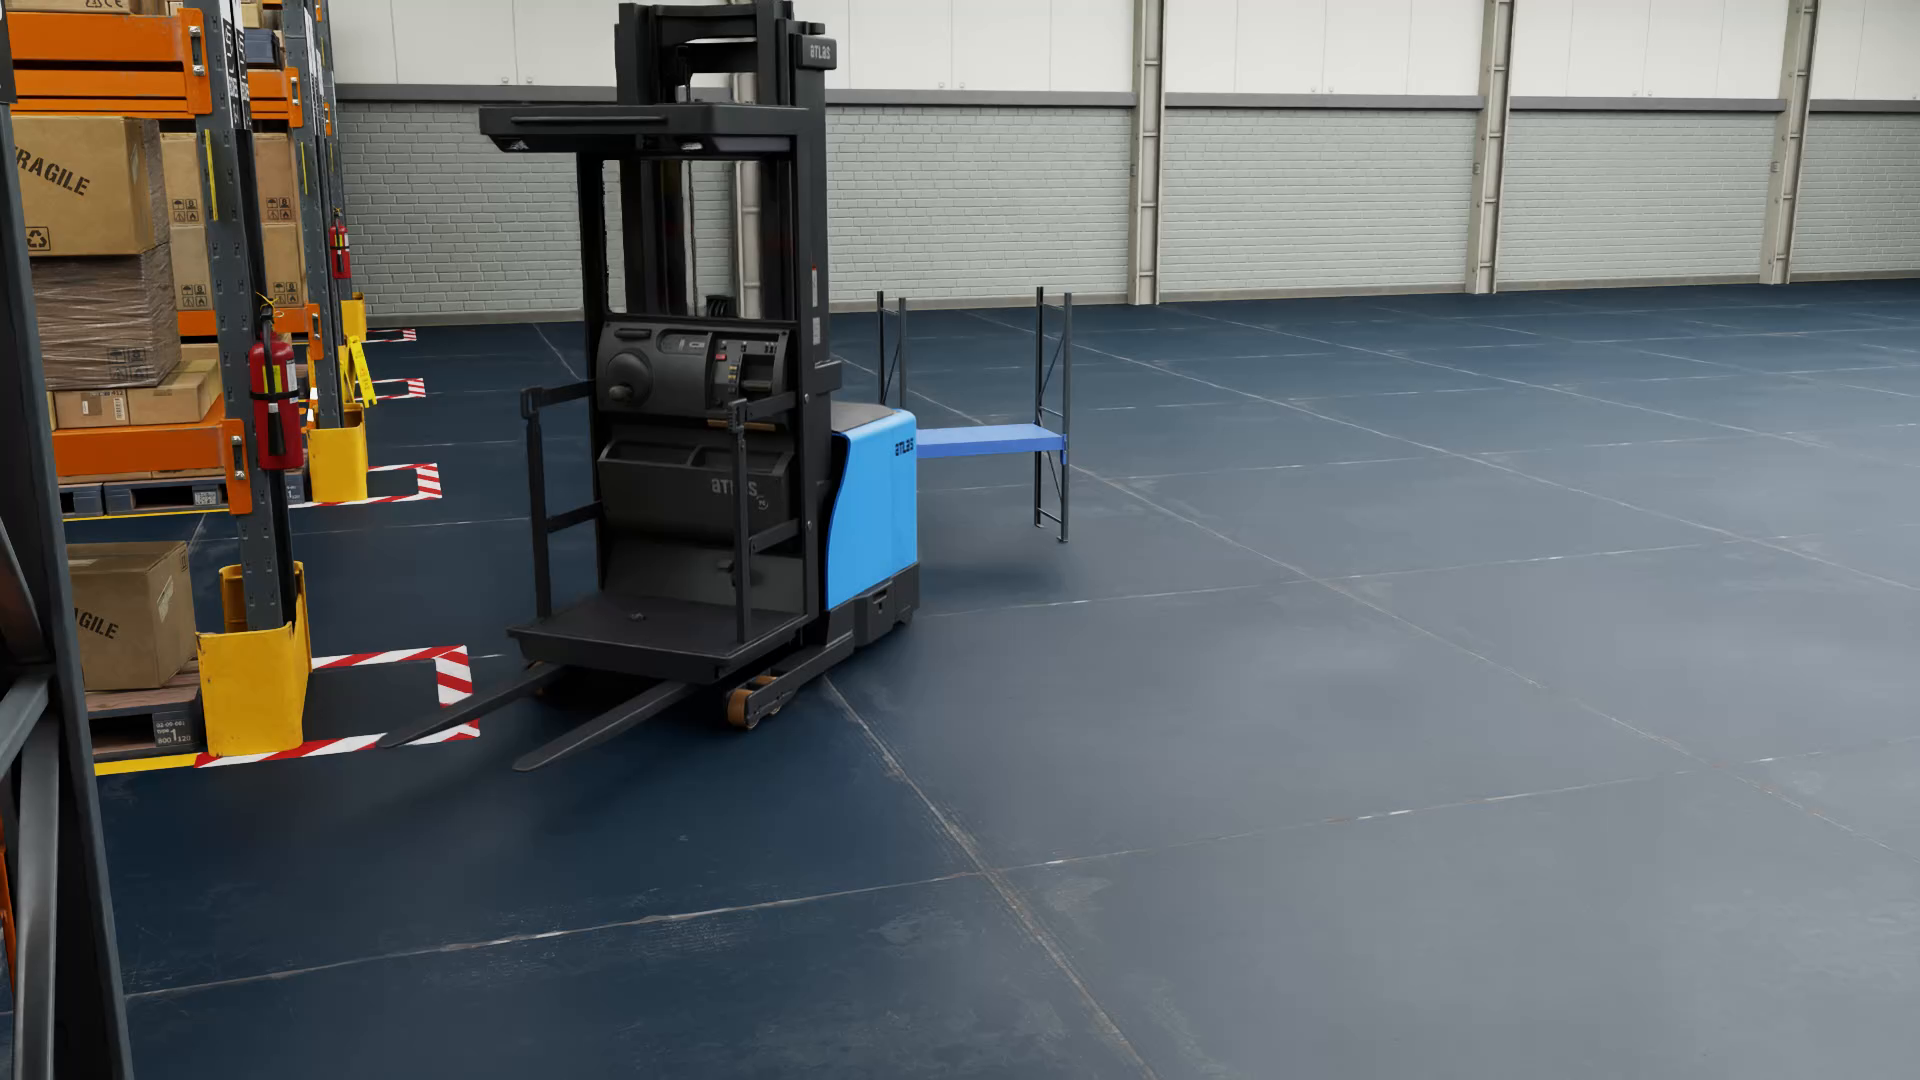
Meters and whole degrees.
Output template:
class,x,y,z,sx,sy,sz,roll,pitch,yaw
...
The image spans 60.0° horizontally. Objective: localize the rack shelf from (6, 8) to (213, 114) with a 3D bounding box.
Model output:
class,x,y,z,sx,sy,sz,roll,pitch,yaw
rack shelf,-4.801,-1.707,5.910,4.000,0.370,1.077,-4,14,-18

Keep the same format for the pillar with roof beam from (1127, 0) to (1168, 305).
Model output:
class,x,y,z,sx,sy,sz,roll,pitch,yaw
pillar with roof beam,4.146,-7.014,20.182,0.400,9.000,9.100,-4,14,-18

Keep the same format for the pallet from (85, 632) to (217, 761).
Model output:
class,x,y,z,sx,sy,sz,roll,pitch,yaw
pallet,-3.759,0.669,6.874,1.213,0.211,1.003,-4,14,-18

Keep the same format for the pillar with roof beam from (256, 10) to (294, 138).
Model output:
class,x,y,z,sx,sy,sz,roll,pitch,yaw
pillar with roof beam,-7.227,-6.128,16.459,0.400,9.000,9.100,-4,14,-18

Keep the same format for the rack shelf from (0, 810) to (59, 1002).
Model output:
class,x,y,z,sx,sy,sz,roll,pitch,yaw
rack shelf,-3.222,0.839,1.690,4.000,0.370,1.077,-4,14,-18

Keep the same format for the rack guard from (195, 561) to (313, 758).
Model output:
class,x,y,z,sx,sy,sz,roll,pitch,yaw
rack guard,-2.978,0.476,7.060,0.348,0.500,1.175,-4,14,-18

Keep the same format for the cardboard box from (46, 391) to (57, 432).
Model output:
class,x,y,z,sx,sy,sz,roll,pitch,yaw
cardboard box,-3.568,-0.509,6.342,0.250,0.149,0.380,-4,14,-18

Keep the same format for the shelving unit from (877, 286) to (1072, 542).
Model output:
class,x,y,z,sx,sy,sz,roll,pitch,yaw
shelving unit,0.081,-0.736,9.996,1.048,1.500,0.538,-4,14,-18

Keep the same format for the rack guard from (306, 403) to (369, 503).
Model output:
class,x,y,z,sx,sy,sz,roll,pitch,yaw
rack guard,-4.369,-0.626,11.696,0.348,0.500,1.175,-4,14,-18

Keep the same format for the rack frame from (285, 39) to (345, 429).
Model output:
class,x,y,z,sx,sy,sz,roll,pitch,yaw
rack frame,-4.392,-1.841,11.399,0.127,3.000,1.000,-4,14,-18

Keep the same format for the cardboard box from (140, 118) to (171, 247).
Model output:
class,x,y,z,sx,sy,sz,roll,pitch,yaw
cardboard box,-3.514,-1.444,6.713,0.500,0.500,0.500,-4,14,-18

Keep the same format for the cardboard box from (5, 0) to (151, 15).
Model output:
class,x,y,z,sx,sy,sz,roll,pitch,yaw
cardboard box,-3.282,-2.040,6.081,0.500,0.250,0.500,-4,14,-17

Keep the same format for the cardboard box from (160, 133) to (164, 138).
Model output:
class,x,y,z,sx,sy,sz,roll,pitch,yaw
cardboard box,-7.414,-3.417,15.007,0.500,0.500,0.700,-5,14,-19

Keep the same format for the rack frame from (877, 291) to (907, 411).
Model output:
class,x,y,z,sx,sy,sz,roll,pitch,yaw
rack frame,-0.401,-0.698,9.838,0.032,1.500,0.500,-4,14,-18

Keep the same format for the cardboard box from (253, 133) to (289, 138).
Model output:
class,x,y,z,sx,sy,sz,roll,pitch,yaw
cardboard box,-6.481,-3.513,15.410,0.500,0.500,0.700,-5,14,-19

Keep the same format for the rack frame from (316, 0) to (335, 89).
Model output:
class,x,y,z,sx,sy,sz,roll,pitch,yaw
rack frame,-7.653,-6.926,19.813,0.127,3.000,1.000,-4,14,-18

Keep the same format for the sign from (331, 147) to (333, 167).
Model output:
class,x,y,z,sx,sy,sz,roll,pitch,yaw
sign,-7.493,-4.566,19.841,0.005,0.325,0.100,-4,14,-18

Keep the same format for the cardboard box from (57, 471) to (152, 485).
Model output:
class,x,y,z,sx,sy,sz,roll,pitch,yaw
cardboard box,-5.847,-0.881,11.050,0.875,0.875,0.875,-5,14,-19

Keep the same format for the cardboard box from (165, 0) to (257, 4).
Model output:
class,x,y,z,sx,sy,sz,roll,pitch,yaw
cardboard box,-4.767,-3.527,10.565,0.500,0.250,0.500,-4,14,-17

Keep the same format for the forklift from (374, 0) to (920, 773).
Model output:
class,x,y,z,sx,sy,sz,roll,pitch,yaw
forklift,-1.238,-0.756,6.989,1.130,2.935,3.031,6,14,22

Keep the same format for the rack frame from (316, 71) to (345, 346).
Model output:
class,x,y,z,sx,sy,sz,roll,pitch,yaw
rack frame,-6.066,-2.919,15.932,0.127,3.000,1.000,-4,14,-18

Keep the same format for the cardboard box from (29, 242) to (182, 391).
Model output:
class,x,y,z,sx,sy,sz,roll,pitch,yaw
cardboard box,-3.436,-0.904,6.603,0.500,0.500,0.875,-4,14,-18

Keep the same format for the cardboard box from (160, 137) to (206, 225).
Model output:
class,x,y,z,sx,sy,sz,roll,pitch,yaw
cardboard box,-5.248,-2.359,10.921,0.550,0.550,0.875,-4,14,-18

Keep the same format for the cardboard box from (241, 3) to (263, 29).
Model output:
class,x,y,z,sx,sy,sz,roll,pitch,yaw
cardboard box,-4.599,-3.332,10.605,0.250,0.149,0.380,-4,14,-18

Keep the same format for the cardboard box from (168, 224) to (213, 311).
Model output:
class,x,y,z,sx,sy,sz,roll,pitch,yaw
cardboard box,-5.243,-1.831,11.034,0.550,0.550,0.875,-4,14,-18

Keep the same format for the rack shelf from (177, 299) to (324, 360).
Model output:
class,x,y,z,sx,sy,sz,roll,pitch,yaw
rack shelf,-6.287,-1.343,10.862,4.000,0.370,1.077,-4,14,-18

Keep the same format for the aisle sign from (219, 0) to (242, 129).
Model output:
class,x,y,z,sx,sy,sz,roll,pitch,yaw
aisle sign,-2.751,-1.949,6.236,0.004,0.787,0.394,-4,14,-18

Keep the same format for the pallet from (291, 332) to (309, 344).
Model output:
class,x,y,z,sx,sy,sz,roll,pitch,yaw
pallet,-8.364,-2.585,20.554,1.213,0.211,1.003,-4,14,-18

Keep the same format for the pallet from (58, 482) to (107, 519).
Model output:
class,x,y,z,sx,sy,sz,roll,pitch,yaw
pallet,-6.279,-0.319,11.026,1.213,0.211,1.003,-4,14,-18

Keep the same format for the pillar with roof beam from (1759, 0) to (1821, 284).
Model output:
class,x,y,z,sx,sy,sz,roll,pitch,yaw
pillar with roof beam,15.519,-7.899,23.905,0.400,9.000,9.100,-4,14,-18

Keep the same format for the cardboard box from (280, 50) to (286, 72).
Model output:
class,x,y,z,sx,sy,sz,roll,pitch,yaw
cardboard box,-6.628,-4.471,15.657,0.500,0.250,0.500,-5,14,-19

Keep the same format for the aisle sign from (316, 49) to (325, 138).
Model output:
class,x,y,z,sx,sy,sz,roll,pitch,yaw
aisle sign,-5.915,-4.125,15.383,0.004,0.787,0.394,-4,14,-18

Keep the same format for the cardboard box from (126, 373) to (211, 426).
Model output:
class,x,y,z,sx,sy,sz,roll,pitch,yaw
cardboard box,-3.110,-0.557,6.545,0.250,0.149,0.380,-4,14,-18

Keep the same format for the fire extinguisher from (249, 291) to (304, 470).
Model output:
class,x,y,z,sx,sy,sz,roll,pitch,yaw
fire extinguisher,-2.650,-0.615,6.414,0.183,0.674,0.296,-4,14,-18

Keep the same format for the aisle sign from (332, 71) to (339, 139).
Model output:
class,x,y,z,sx,sy,sz,roll,pitch,yaw
aisle sign,-7.497,-5.212,19.956,0.004,0.787,0.394,-4,14,-18

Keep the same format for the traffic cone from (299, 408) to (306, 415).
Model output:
class,x,y,z,sx,sy,sz,roll,pitch,yaw
traffic cone,-6.063,-1.370,14.902,0.334,0.463,0.336,-4,14,-18

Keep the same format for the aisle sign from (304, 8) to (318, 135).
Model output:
class,x,y,z,sx,sy,sz,roll,pitch,yaw
aisle sign,-4.229,-3.045,10.844,0.004,0.787,0.394,-4,14,-18

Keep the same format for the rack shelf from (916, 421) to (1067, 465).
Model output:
class,x,y,z,sx,sy,sz,roll,pitch,yaw
rack shelf,0.081,-0.561,10.037,1.000,0.185,0.538,-4,14,-18

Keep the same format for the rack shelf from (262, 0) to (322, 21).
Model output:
class,x,y,z,sx,sy,sz,roll,pitch,yaw
rack shelf,-9.549,-6.234,19.322,4.000,0.370,1.077,-4,14,-18

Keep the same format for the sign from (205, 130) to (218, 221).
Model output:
class,x,y,z,sx,sy,sz,roll,pitch,yaw
sign,-2.748,-1.339,6.106,0.005,0.325,0.100,-4,14,-18

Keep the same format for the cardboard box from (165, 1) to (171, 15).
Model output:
class,x,y,z,sx,sy,sz,roll,pitch,yaw
cardboard box,-5.081,-3.294,10.447,0.250,0.149,0.380,-4,14,-17

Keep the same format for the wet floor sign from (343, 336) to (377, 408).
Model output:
class,x,y,z,sx,sy,sz,roll,pitch,yaw
wet floor sign,-5.545,-1.553,15.277,0.232,0.644,0.267,0,13,1

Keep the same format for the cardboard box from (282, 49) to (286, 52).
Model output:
class,x,y,z,sx,sy,sz,roll,pitch,yaw
cardboard box,-6.468,-4.662,15.599,0.250,0.149,0.380,-5,14,-18
